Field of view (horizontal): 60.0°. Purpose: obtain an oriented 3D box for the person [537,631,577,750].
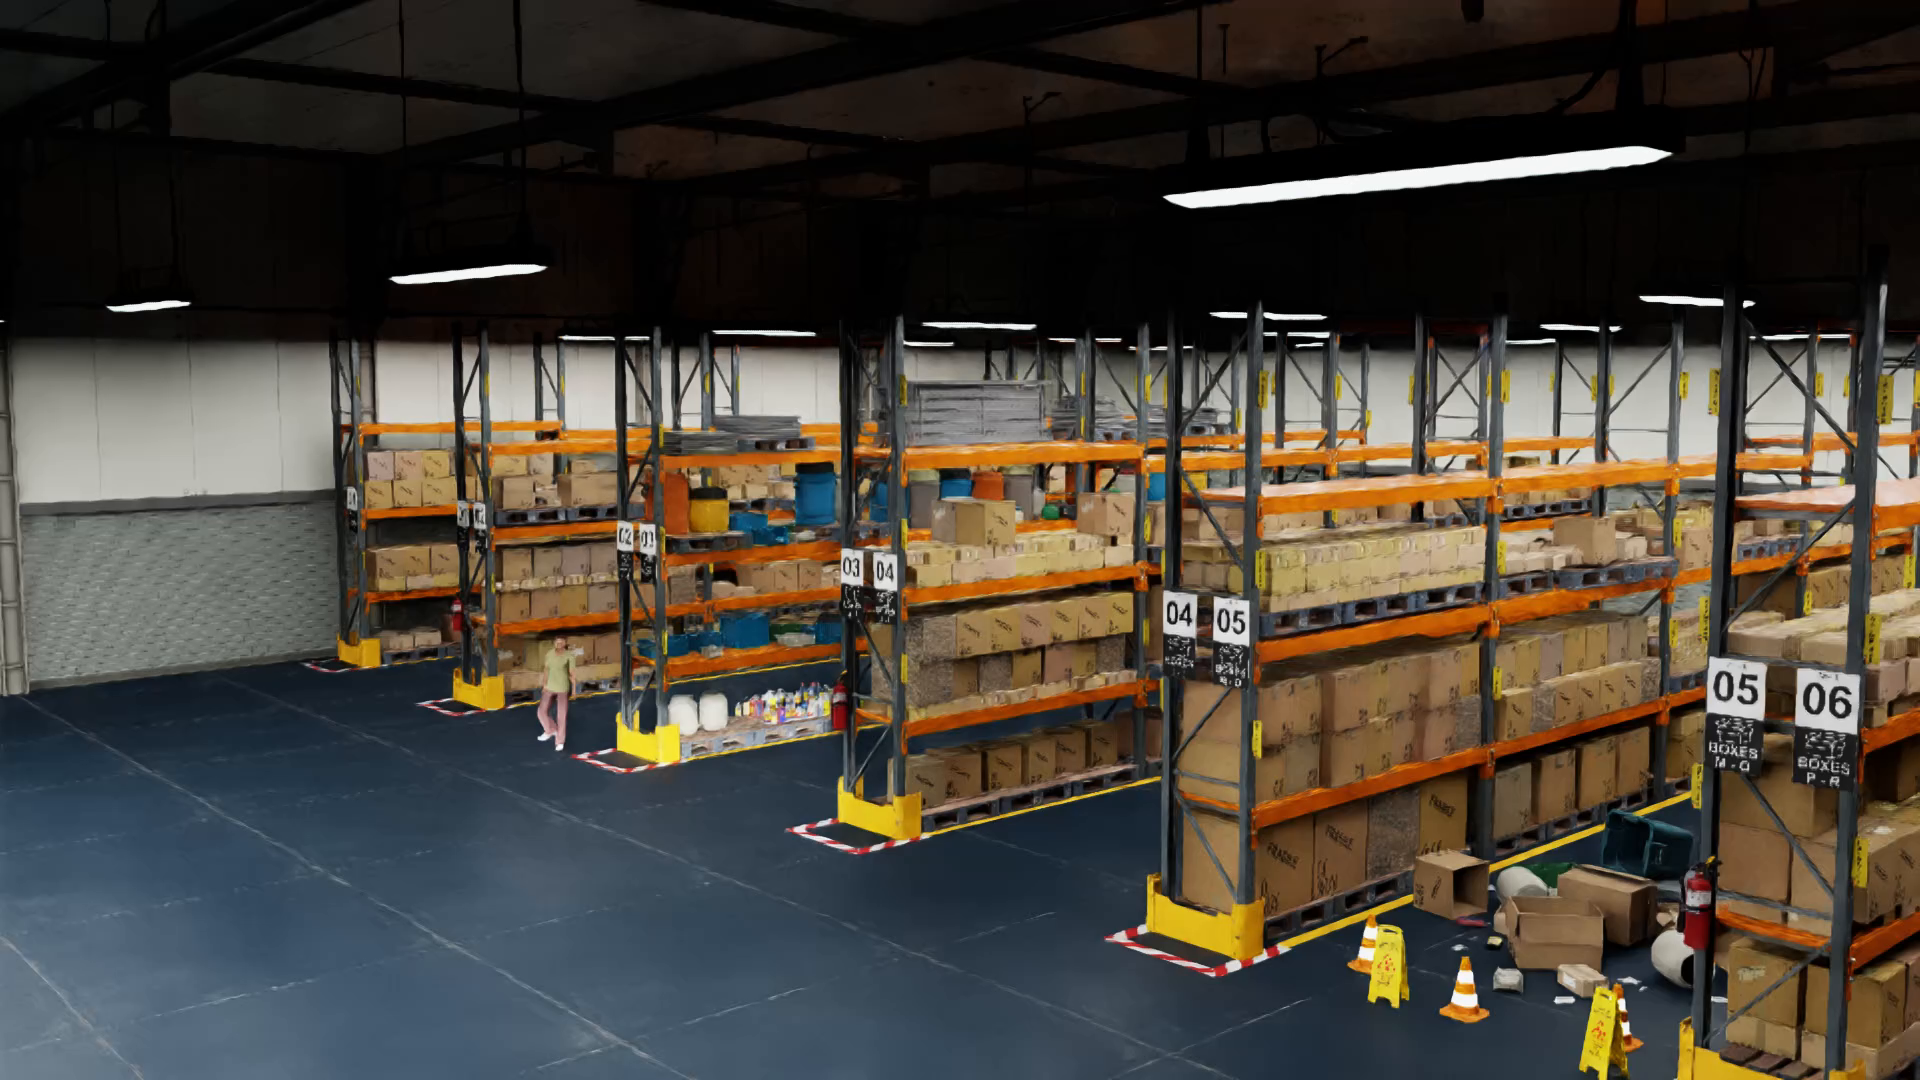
[{"bbox_3d":[-5.599,2.066,23.075,0.636,1.658,0.477,1,6,10],"label":"person"}]
